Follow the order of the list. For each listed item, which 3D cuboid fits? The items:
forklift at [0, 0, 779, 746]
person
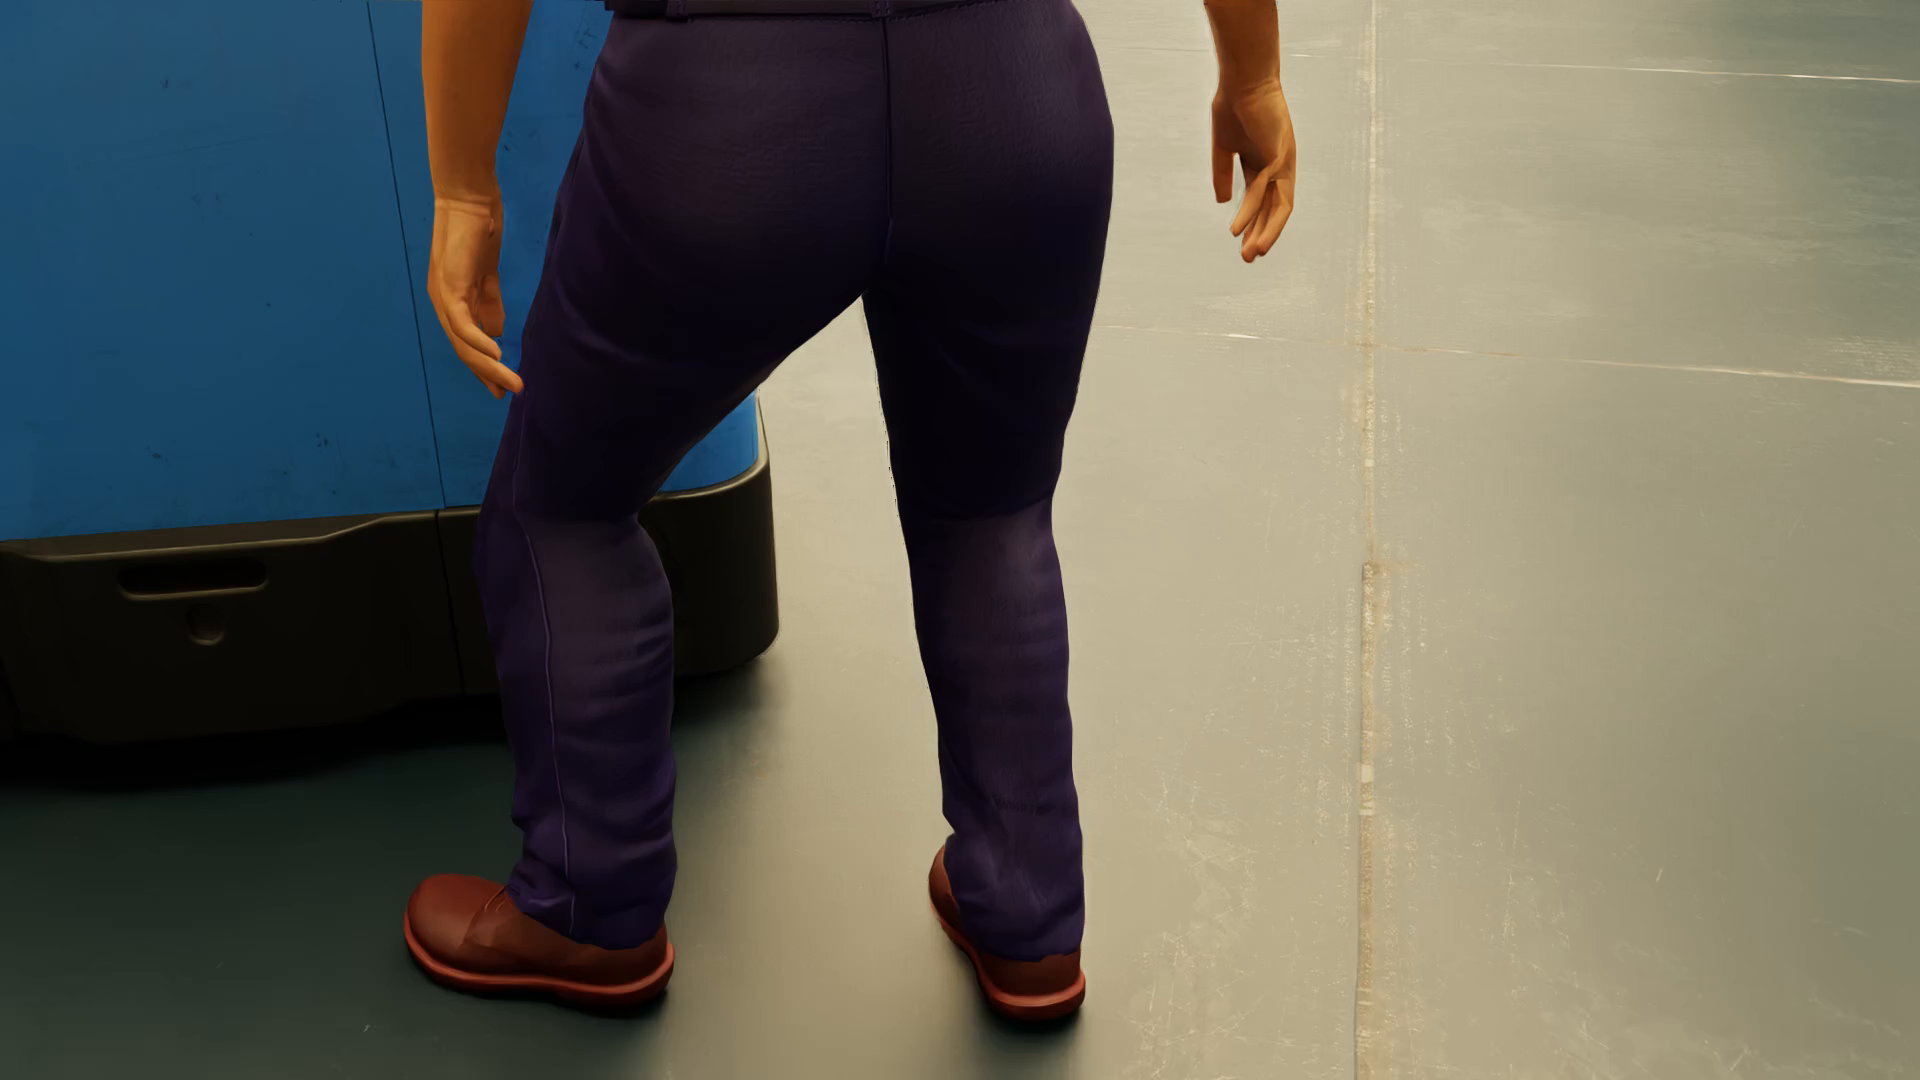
[{"bbox_3d":[-1.797,-1.203,1.630,3.031,2.935,1.130,-5,27,-9],"label":"forklift"},{"bbox_3d":[-0.132,-0.304,1.339,0.827,1.624,0.395,-8,28,-15],"label":"person"}]
